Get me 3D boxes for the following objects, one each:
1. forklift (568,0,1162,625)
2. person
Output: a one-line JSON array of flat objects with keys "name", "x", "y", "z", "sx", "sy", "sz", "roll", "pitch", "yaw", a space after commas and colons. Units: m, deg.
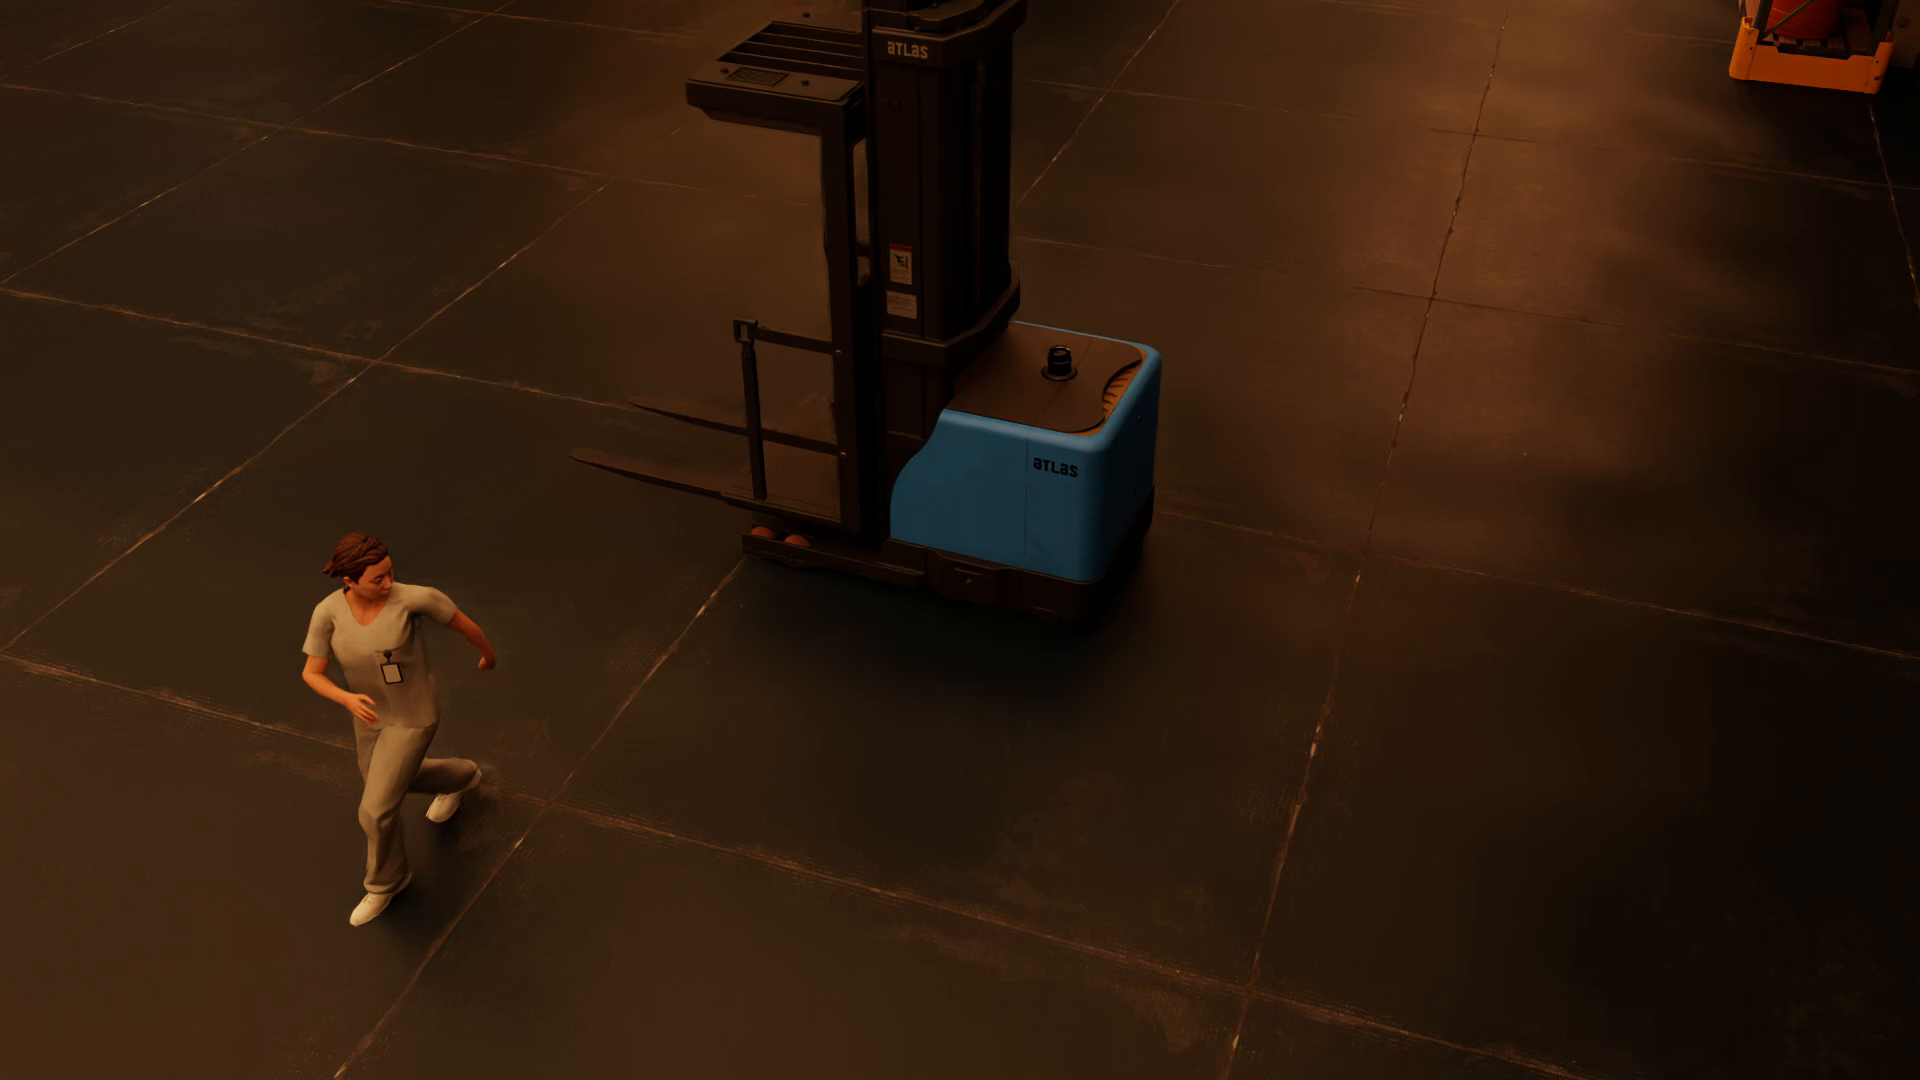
[{"name": "forklift", "x": -0.571, "y": -1.323, "z": 7.977, "sx": 3.031, "sy": 2.935, "sz": 1.130, "roll": 13, "pitch": 37, "yaw": 18}, {"name": "person", "x": -2.172, "y": 0.657, "z": 6.374, "sx": 0.471, "sy": 1.595, "sz": 0.852, "roll": 11, "pitch": 37, "yaw": 15}]
